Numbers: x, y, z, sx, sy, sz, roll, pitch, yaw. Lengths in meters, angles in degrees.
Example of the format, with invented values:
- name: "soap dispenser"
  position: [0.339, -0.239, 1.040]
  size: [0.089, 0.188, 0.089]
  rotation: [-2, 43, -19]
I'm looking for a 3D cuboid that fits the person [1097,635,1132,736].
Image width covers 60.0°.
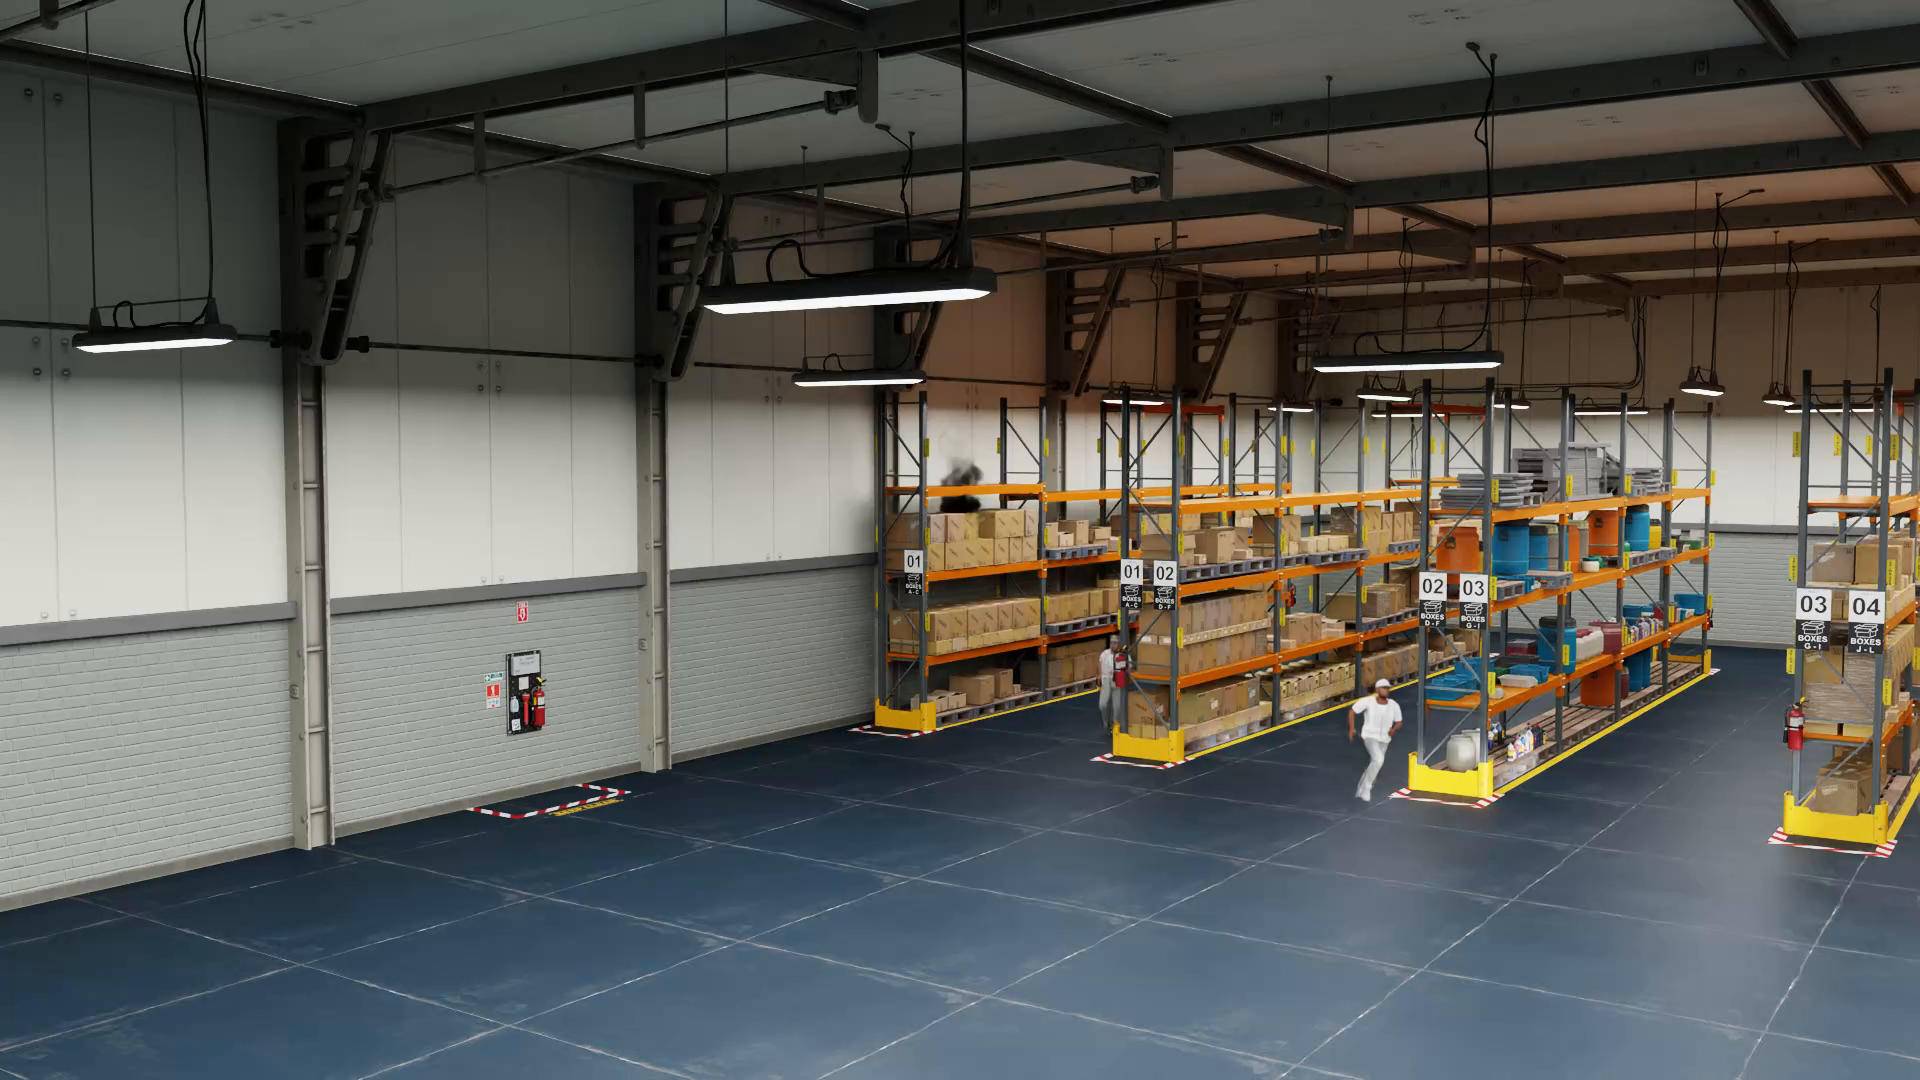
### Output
- name: "person"
  position: [2.645, 2.522, 28.835]
  size: [0.652, 1.769, 0.653]
  rotation: [1, 3, 20]

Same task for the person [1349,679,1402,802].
- name: "person"
  position: [5.911, 2.821, 23.497]
  size: [0.717, 1.691, 0.669]
  rotation: [-1, 3, -10]
